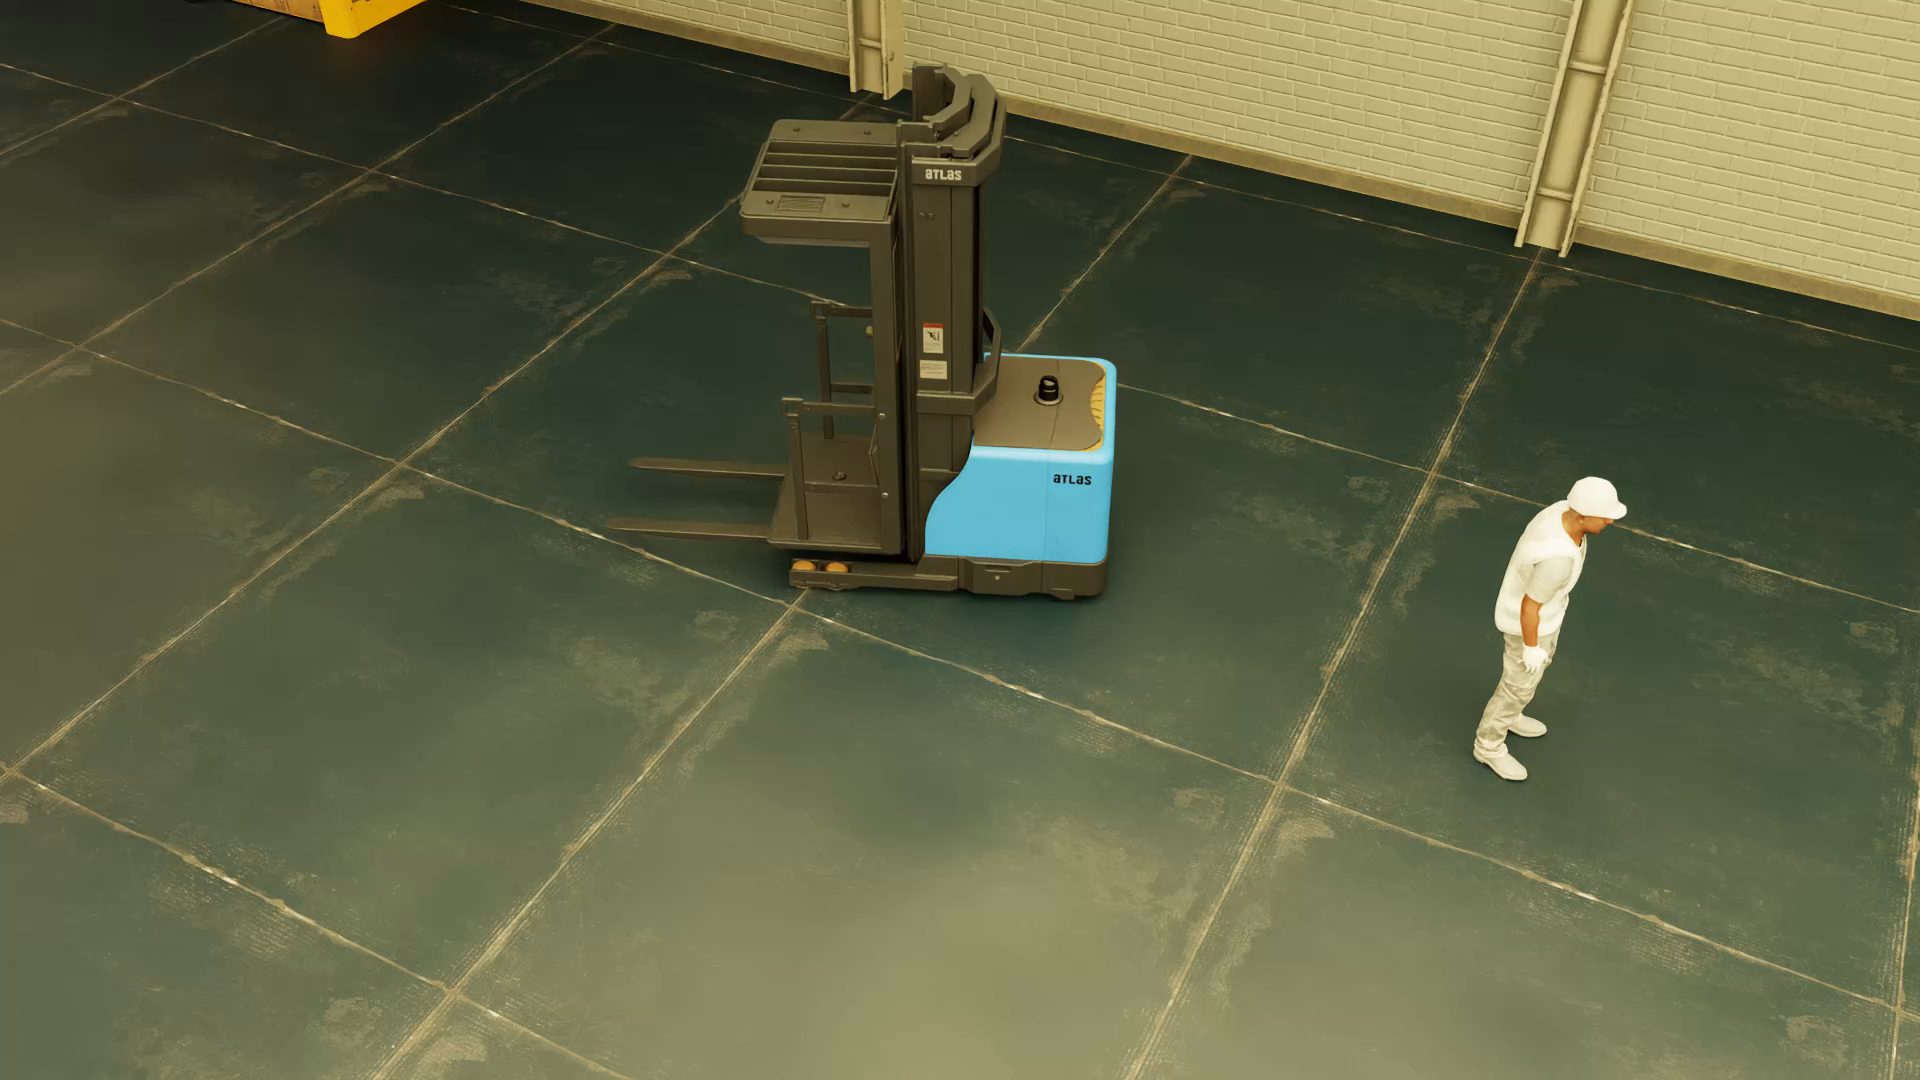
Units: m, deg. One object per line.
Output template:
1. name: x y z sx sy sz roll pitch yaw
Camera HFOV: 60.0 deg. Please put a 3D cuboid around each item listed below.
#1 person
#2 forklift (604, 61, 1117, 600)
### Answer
1. person: 2.940 0.398 8.416 0.450 1.773 0.623 19 44 21
2. forklift: -0.606 -1.157 9.360 3.031 2.935 1.130 3 40 4
